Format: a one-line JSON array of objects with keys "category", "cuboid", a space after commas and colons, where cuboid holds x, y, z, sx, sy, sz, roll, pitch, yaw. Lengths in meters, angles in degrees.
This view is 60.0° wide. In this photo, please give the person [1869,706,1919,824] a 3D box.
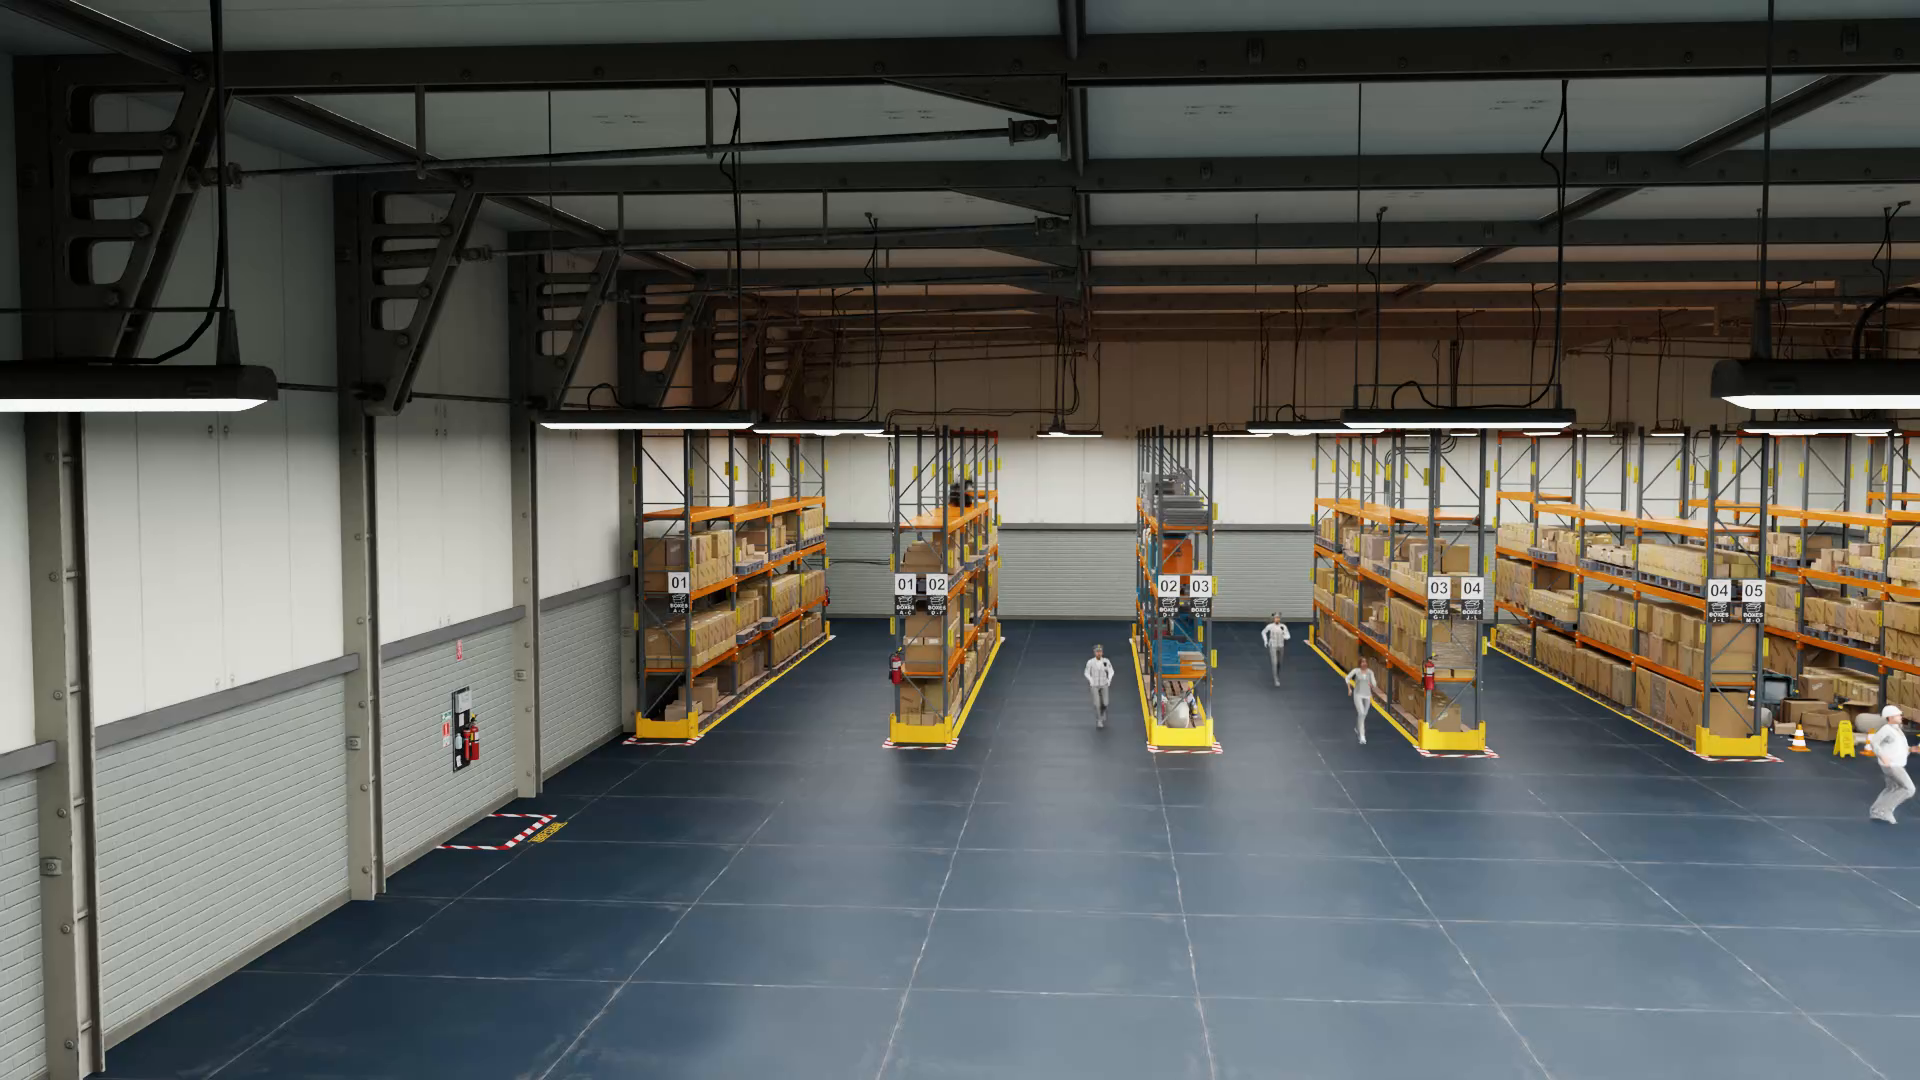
[{"category": "person", "cuboid": [13.937, 3.348, 24.774, 0.670, 1.751, 0.638, 3, 4, 39]}]

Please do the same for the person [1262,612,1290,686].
[{"category": "person", "cuboid": [7.406, 2.518, 38.902, 0.607, 1.683, 0.935, 0, 3, -4]}]

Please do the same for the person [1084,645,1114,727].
[{"category": "person", "cuboid": [2.780, 2.902, 33.140, 0.592, 1.651, 0.539, 0, 3, 0]}]

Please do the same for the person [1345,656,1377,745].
[{"category": "person", "cuboid": [7.627, 3.012, 31.598, 0.520, 1.634, 0.759, 0, 3, -7]}]
